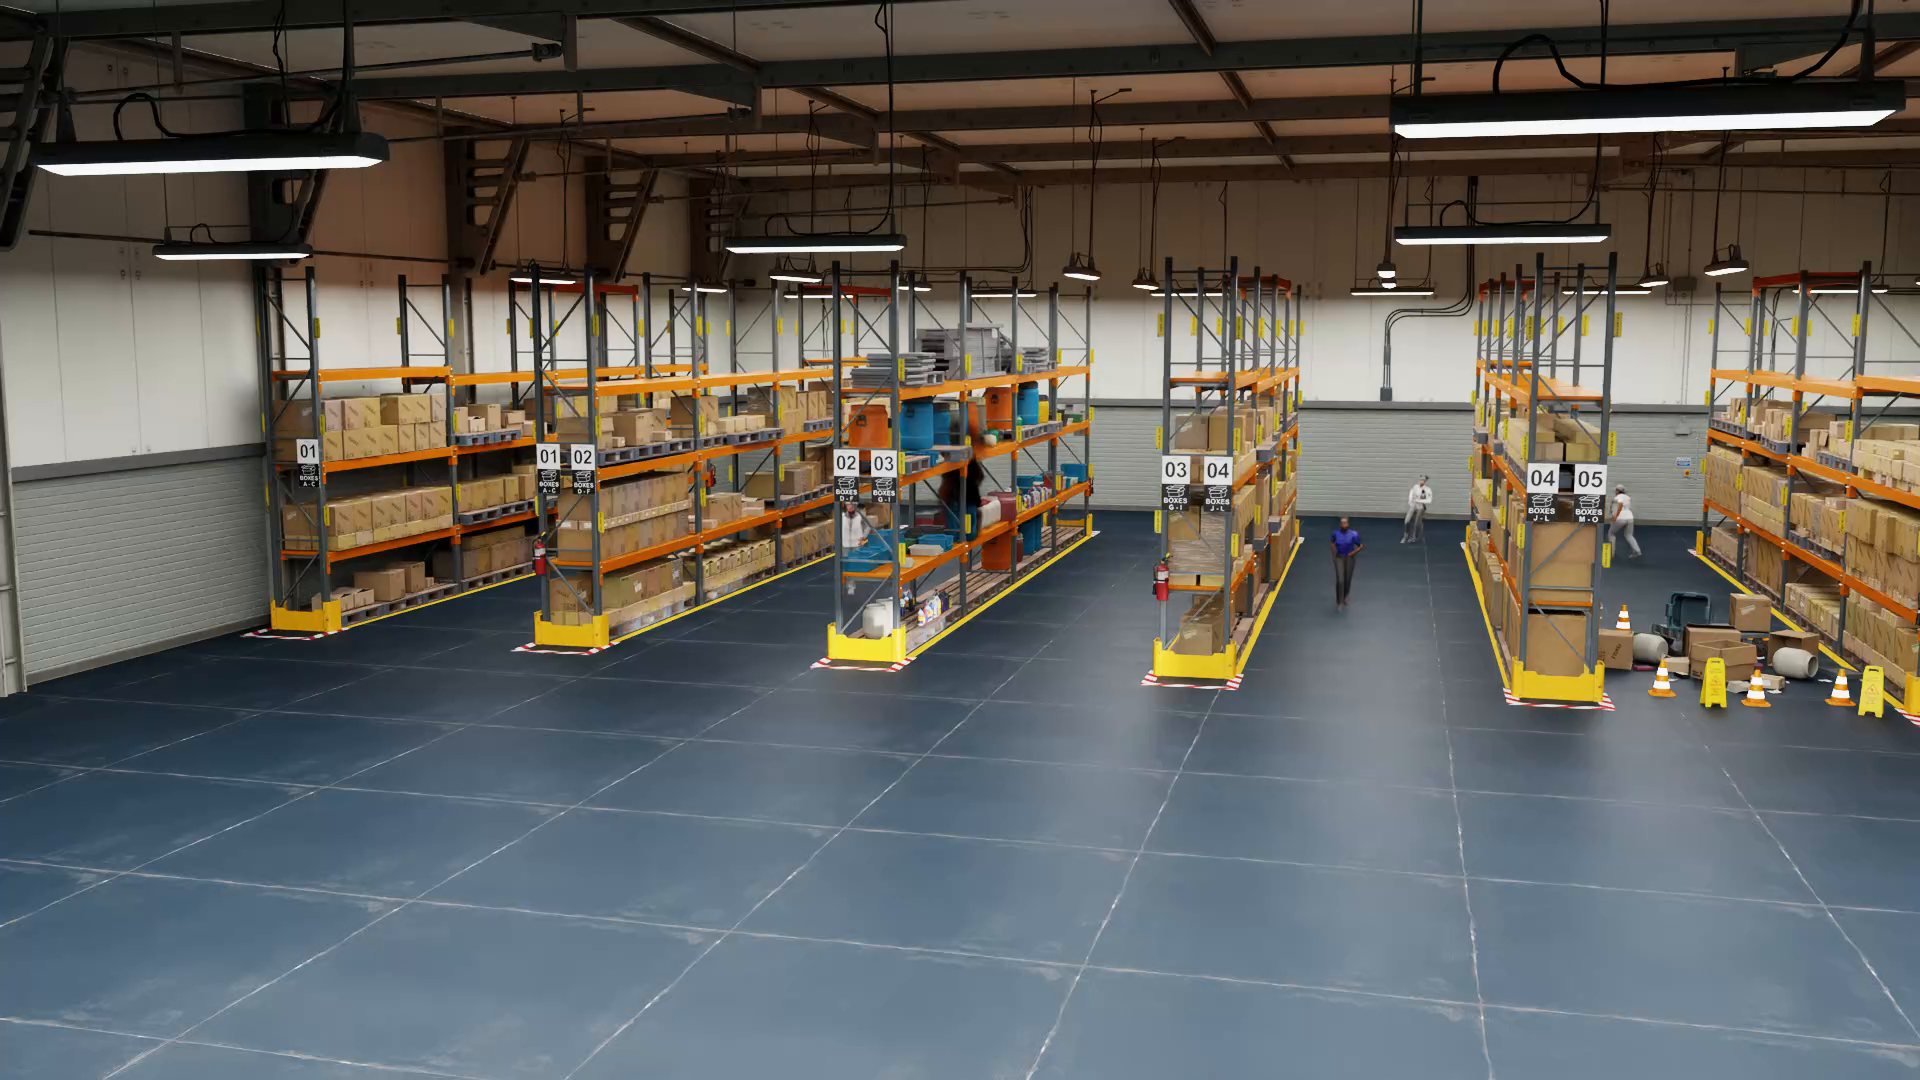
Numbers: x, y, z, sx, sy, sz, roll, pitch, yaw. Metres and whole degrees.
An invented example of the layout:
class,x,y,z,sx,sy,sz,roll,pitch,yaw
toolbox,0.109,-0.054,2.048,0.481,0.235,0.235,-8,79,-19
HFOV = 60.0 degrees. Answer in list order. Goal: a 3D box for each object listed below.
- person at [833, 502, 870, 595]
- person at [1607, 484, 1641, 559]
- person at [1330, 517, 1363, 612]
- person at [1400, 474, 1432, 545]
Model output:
class,x,y,z,sx,sy,sz,roll,pitch,yaw
person,-1.944,0.094,29.778,0.674,1.742,0.535,0,7,1
person,14.369,-0.369,35.998,0.607,1.656,0.957,-3,8,-22
person,6.909,0.424,29.785,0.571,1.711,0.756,2,7,13
person,10.653,-0.709,38.647,0.691,1.681,0.656,5,9,37
